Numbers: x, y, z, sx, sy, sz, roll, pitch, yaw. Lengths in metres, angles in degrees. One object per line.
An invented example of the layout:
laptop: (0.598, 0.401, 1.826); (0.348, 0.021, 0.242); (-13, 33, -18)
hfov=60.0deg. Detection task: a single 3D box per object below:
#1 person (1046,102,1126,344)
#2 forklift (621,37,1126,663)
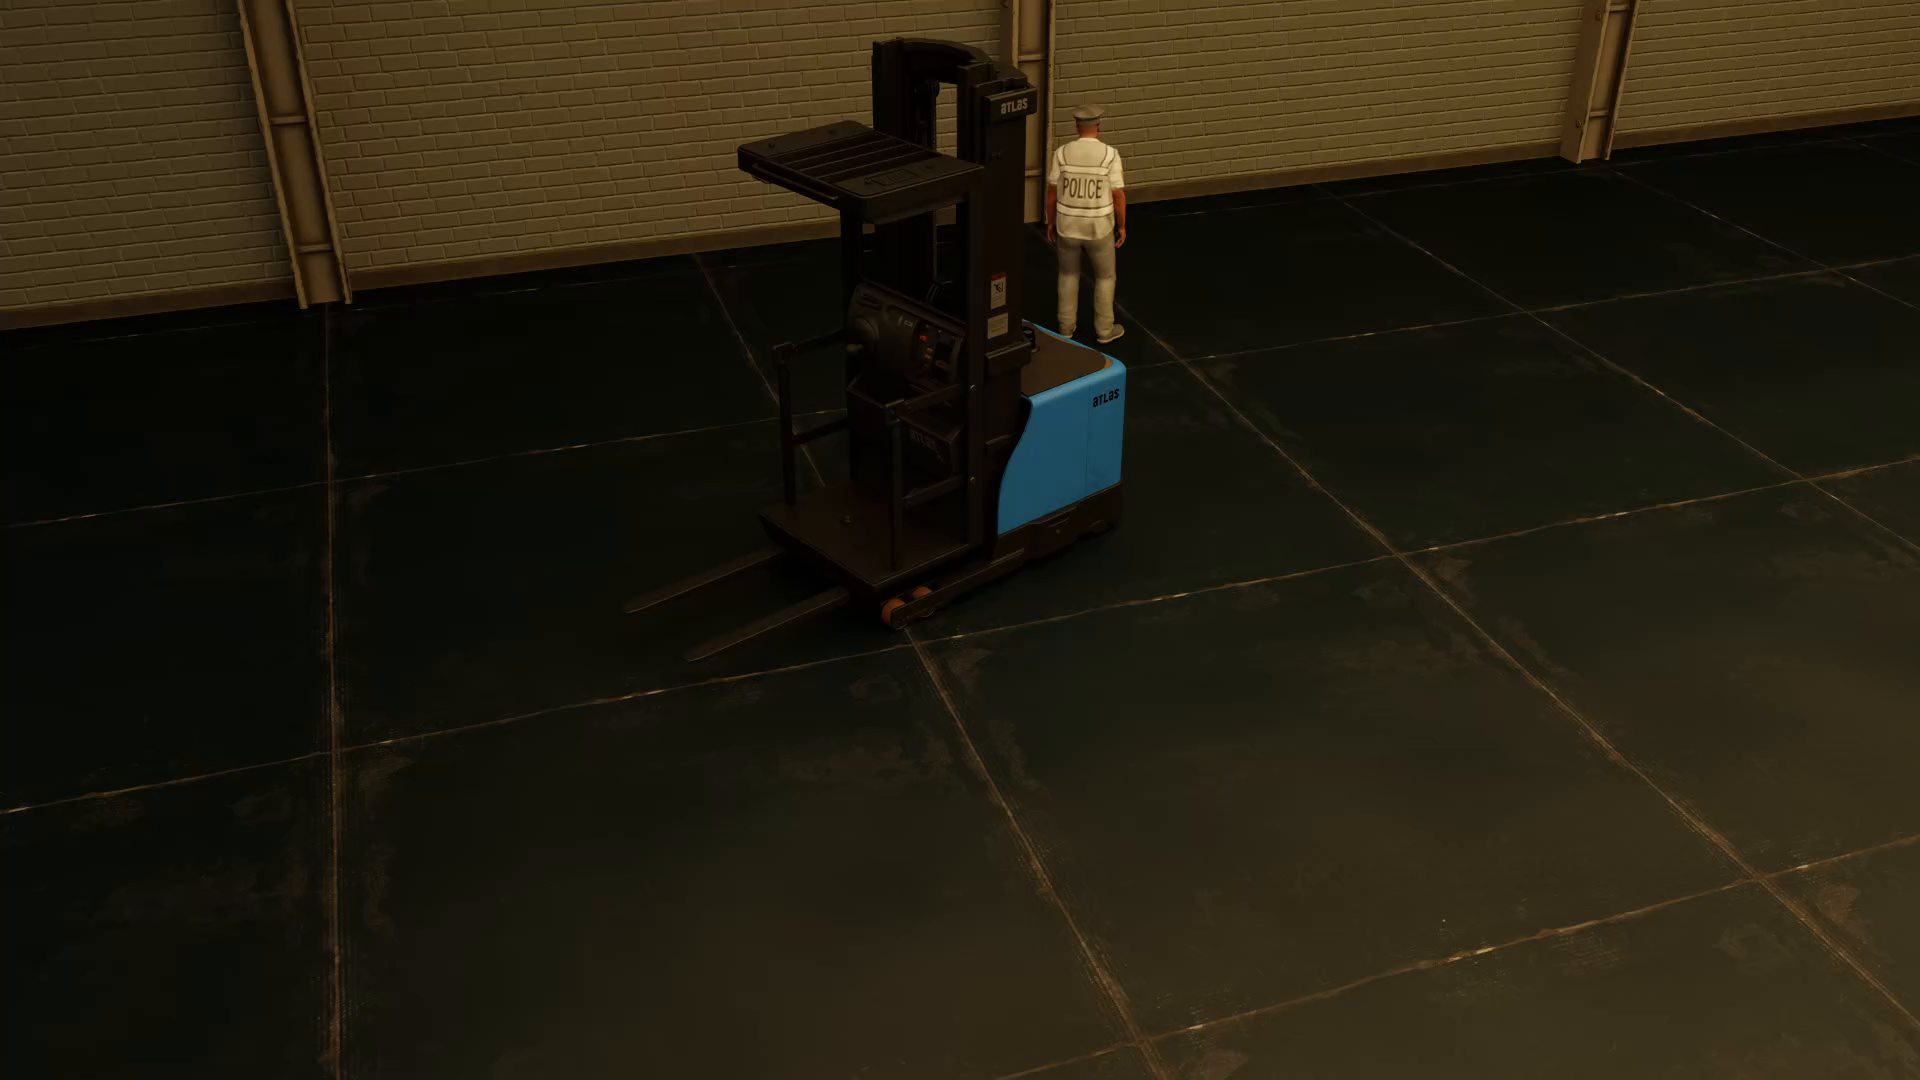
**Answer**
person: (0.932, -2.312, 12.287); (0.607, 1.750, 0.437); (8, 31, 13)
forklift: (-0.461, -1.072, 8.951); (3.031, 2.935, 1.130); (-23, 37, -34)
